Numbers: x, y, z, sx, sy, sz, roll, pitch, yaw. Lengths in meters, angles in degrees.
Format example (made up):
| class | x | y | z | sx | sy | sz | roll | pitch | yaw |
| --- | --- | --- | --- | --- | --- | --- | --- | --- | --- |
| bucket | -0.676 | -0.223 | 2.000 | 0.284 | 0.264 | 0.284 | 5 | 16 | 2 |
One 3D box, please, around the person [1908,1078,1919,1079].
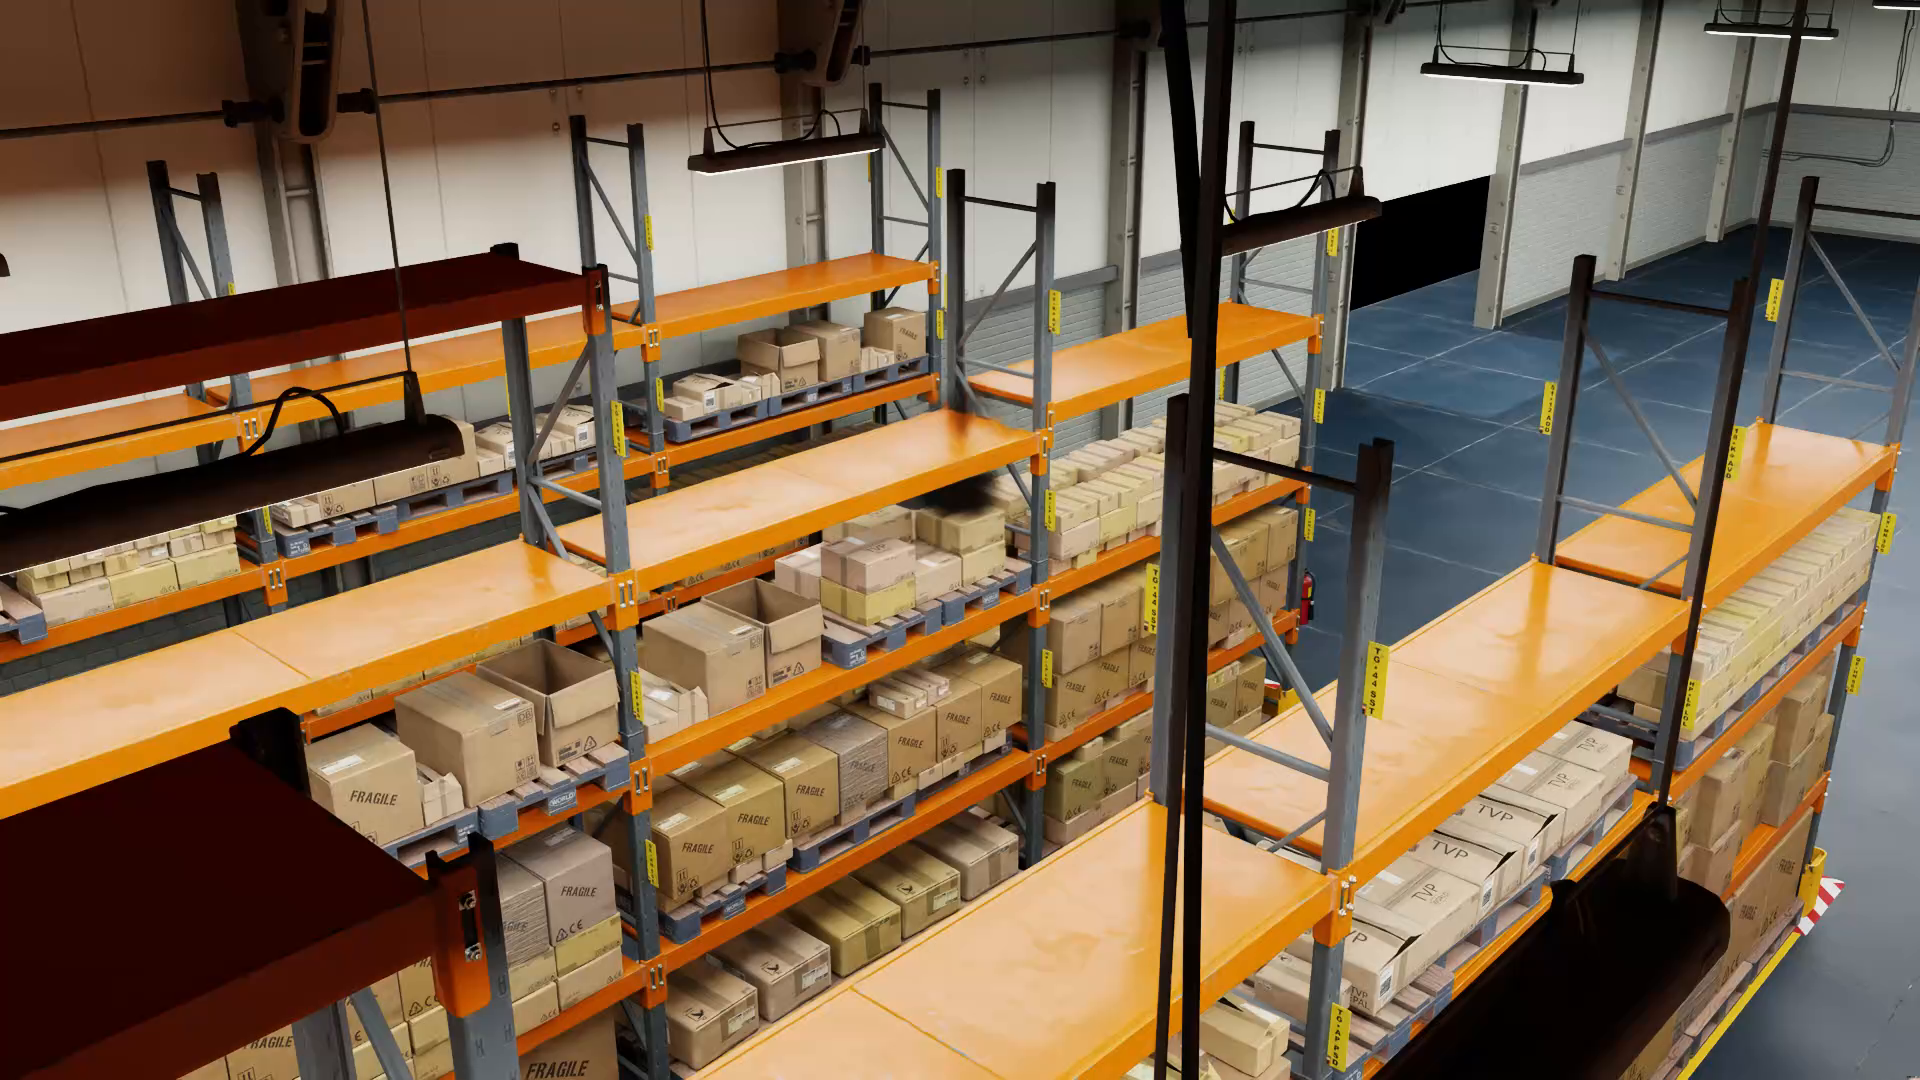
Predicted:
| class | x | y | z | sx | sy | sz | roll | pitch | yaw |
| --- | --- | --- | --- | --- | --- | --- | --- | --- | --- |
| person | 5.424 | 3.854 | 9.650 | 0.703 | 1.791 | 0.764 | 12 | 24 | 28 |
